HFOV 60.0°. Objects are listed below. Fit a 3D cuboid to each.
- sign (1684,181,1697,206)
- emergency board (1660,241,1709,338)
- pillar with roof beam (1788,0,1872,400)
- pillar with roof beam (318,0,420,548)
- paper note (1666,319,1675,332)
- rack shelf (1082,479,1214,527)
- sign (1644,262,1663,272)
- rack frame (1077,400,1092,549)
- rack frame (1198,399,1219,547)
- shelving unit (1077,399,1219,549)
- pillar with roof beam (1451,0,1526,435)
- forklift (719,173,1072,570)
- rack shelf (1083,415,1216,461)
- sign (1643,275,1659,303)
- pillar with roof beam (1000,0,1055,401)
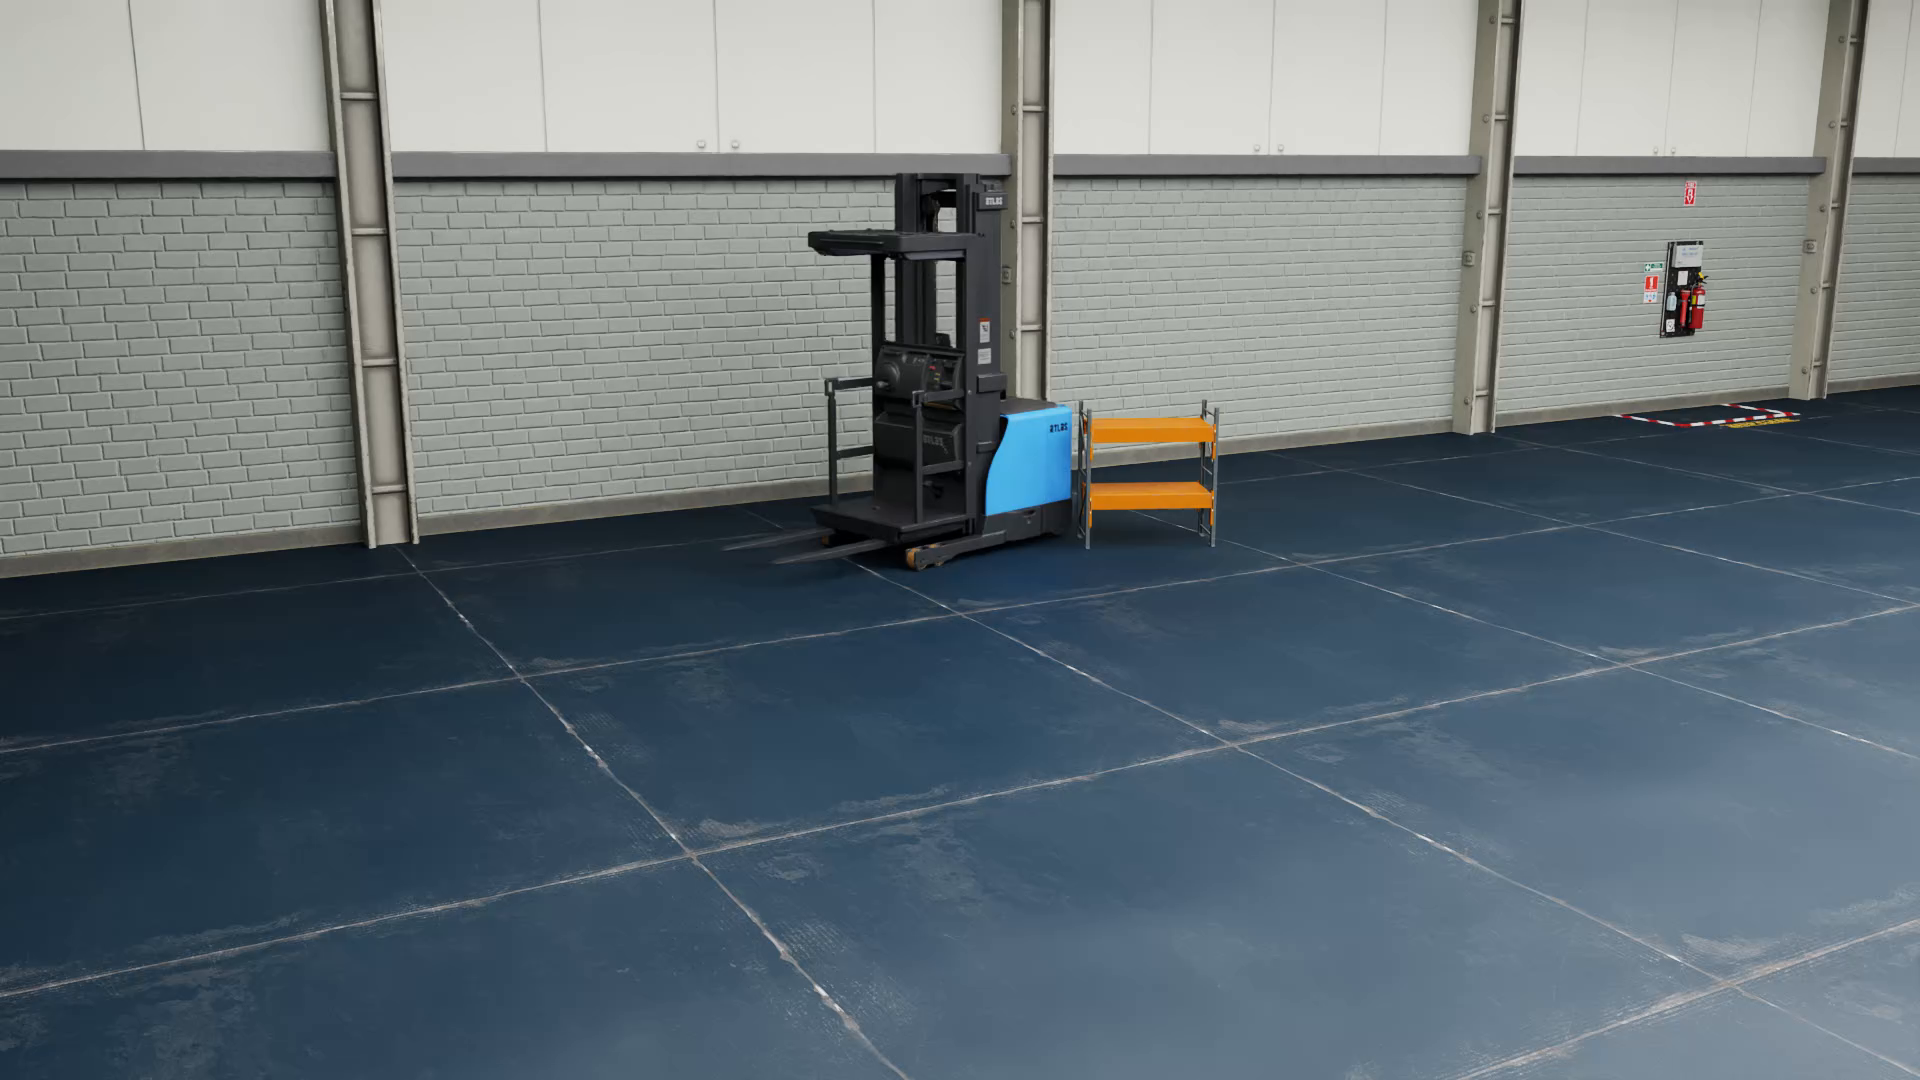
[{"bbox_3d":[8.925,-4.237,20.323,0.199,0.298,0.001,-7,14,-28],"label":"sign"},{"bbox_3d":[8.980,-3.087,20.496,0.643,1.169,0.194,-7,14,-28],"label":"emergency board"},{"bbox_3d":[13.230,-5.437,17.273,0.400,9.000,9.100,-7,14,-28],"label":"pillar with roof beam"},{"bbox_3d":[-2.569,-3.544,8.859,0.400,9.000,9.100,-7,14,-28],"label":"pillar with roof beam"},{"bbox_3d":[8.792,-2.652,20.569,0.142,0.148,0.016,-7,14,-28],"label":"paper note"},{"bbox_3d":[1.508,-0.302,13.503,1.000,0.278,0.538,-1,13,-4],"label":"rack shelf"},{"bbox_3d":[8.454,-3.324,20.258,0.331,0.109,0.001,-7,14,-28],"label":"sign"},{"bbox_3d":[1.001,-0.532,13.413,0.032,1.125,0.500,-1,13,-4],"label":"rack frame"},{"bbox_3d":[2.015,-0.549,13.485,0.032,1.125,0.500,-1,13,-4],"label":"rack frame"},{"bbox_3d":[1.508,-0.541,13.449,1.048,1.125,0.538,-1,13,-4],"label":"shelving unit"},{"bbox_3d":[7.964,-4.806,14.469,0.400,9.000,9.100,-7,14,-28],"label":"pillar with roof beam"},{"bbox_3d":[-0.472,-1.328,12.833,3.031,2.935,1.130,-12,18,-43],"label":"forklift"},{"bbox_3d":[1.508,-0.826,13.385,1.000,0.278,0.538,-1,13,-4],"label":"rack shelf"},{"bbox_3d":[8.445,-3.067,20.322,0.234,0.329,0.001,-7,14,-28],"label":"sign"},{"bbox_3d":[2.697,-4.175,11.664,0.400,9.000,9.100,-7,14,-28],"label":"pillar with roof beam"}]
